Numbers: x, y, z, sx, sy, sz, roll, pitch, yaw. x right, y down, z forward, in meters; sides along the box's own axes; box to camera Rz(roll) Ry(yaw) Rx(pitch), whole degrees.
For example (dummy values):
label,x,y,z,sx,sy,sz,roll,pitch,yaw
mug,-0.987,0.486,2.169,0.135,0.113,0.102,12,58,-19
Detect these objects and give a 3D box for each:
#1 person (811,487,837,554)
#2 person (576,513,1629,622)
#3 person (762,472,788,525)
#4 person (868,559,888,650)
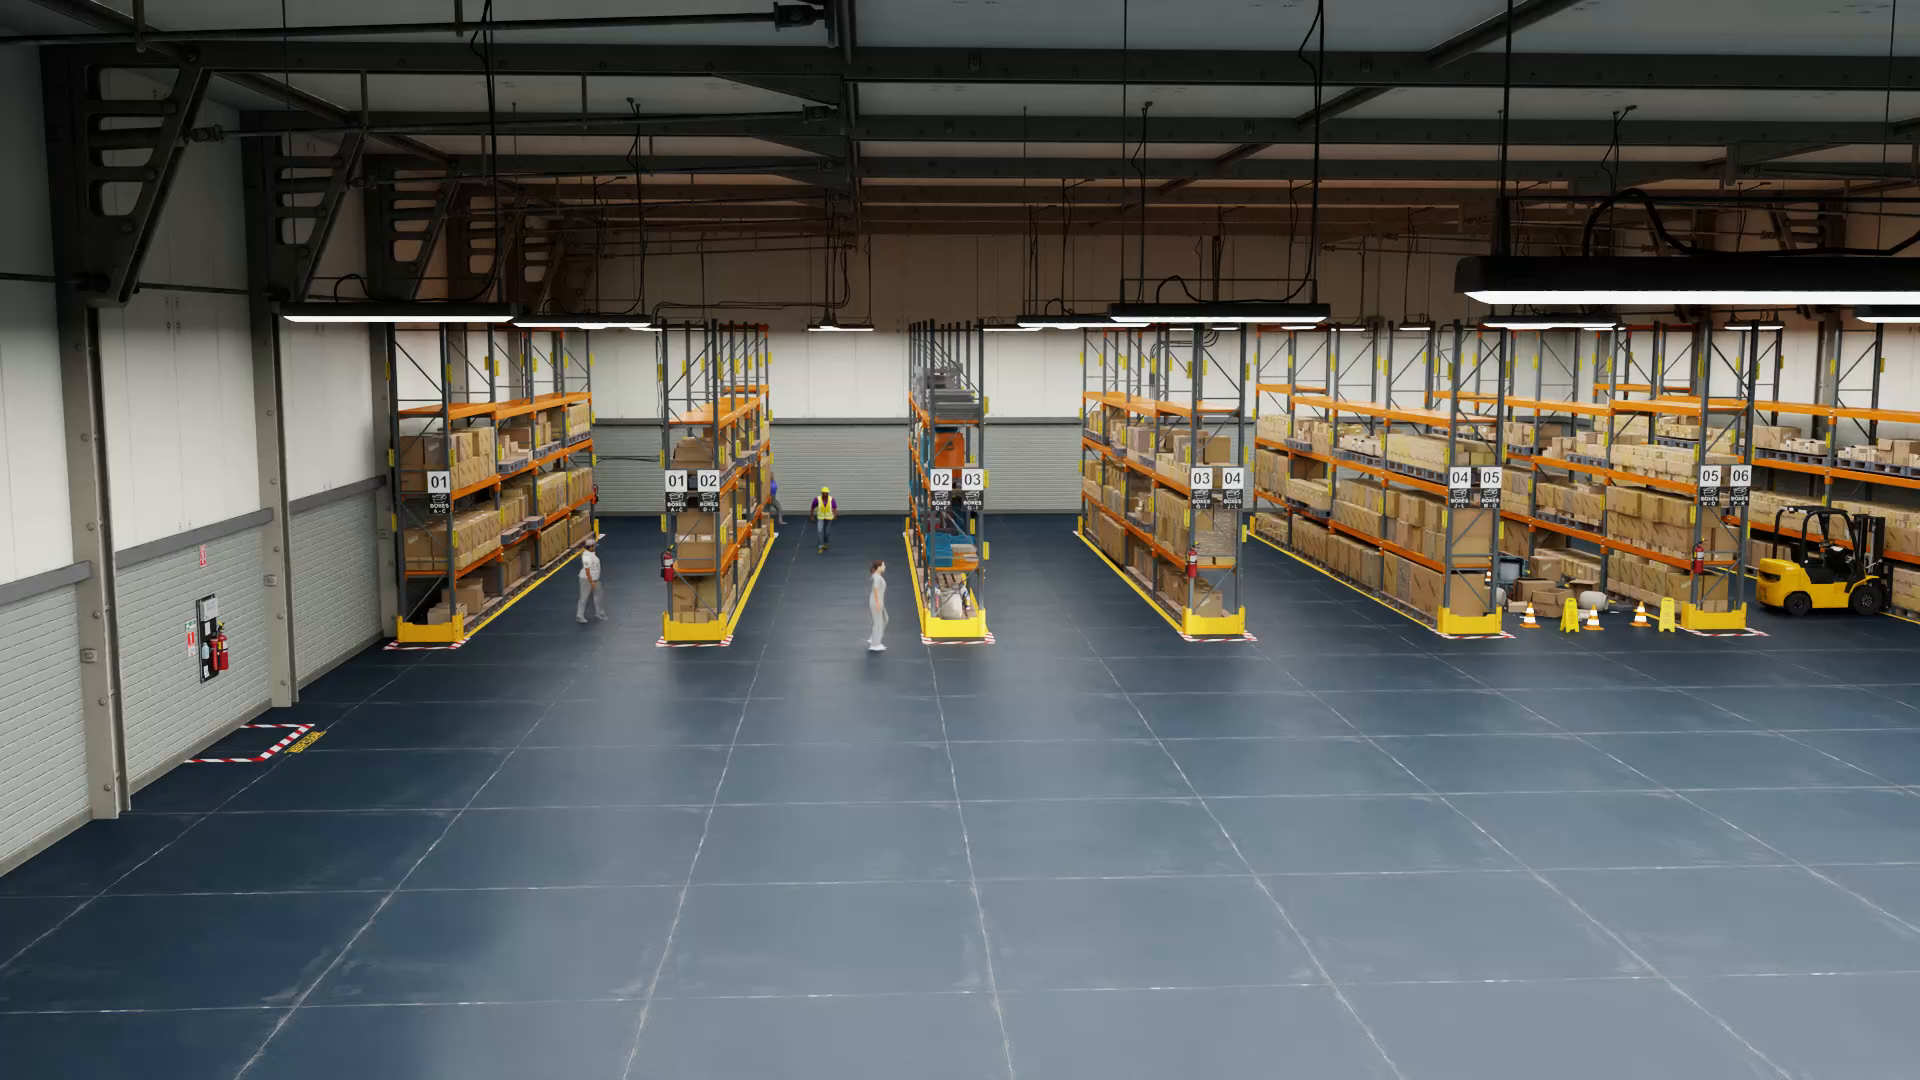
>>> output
label,x,y,z,sx,sy,sz,roll,pitch,yaw
person,-3.594,-0.540,43.891,0.702,1.739,1.003,0,7,-4
person,3.507,0.537,34.352,21.420,1.972,7.155,1,7,12
person,-5.685,-1.205,49.861,0.986,1.534,0.557,2,7,15
person,-1.501,1.180,30.294,0.378,1.652,0.569,0,7,-1
